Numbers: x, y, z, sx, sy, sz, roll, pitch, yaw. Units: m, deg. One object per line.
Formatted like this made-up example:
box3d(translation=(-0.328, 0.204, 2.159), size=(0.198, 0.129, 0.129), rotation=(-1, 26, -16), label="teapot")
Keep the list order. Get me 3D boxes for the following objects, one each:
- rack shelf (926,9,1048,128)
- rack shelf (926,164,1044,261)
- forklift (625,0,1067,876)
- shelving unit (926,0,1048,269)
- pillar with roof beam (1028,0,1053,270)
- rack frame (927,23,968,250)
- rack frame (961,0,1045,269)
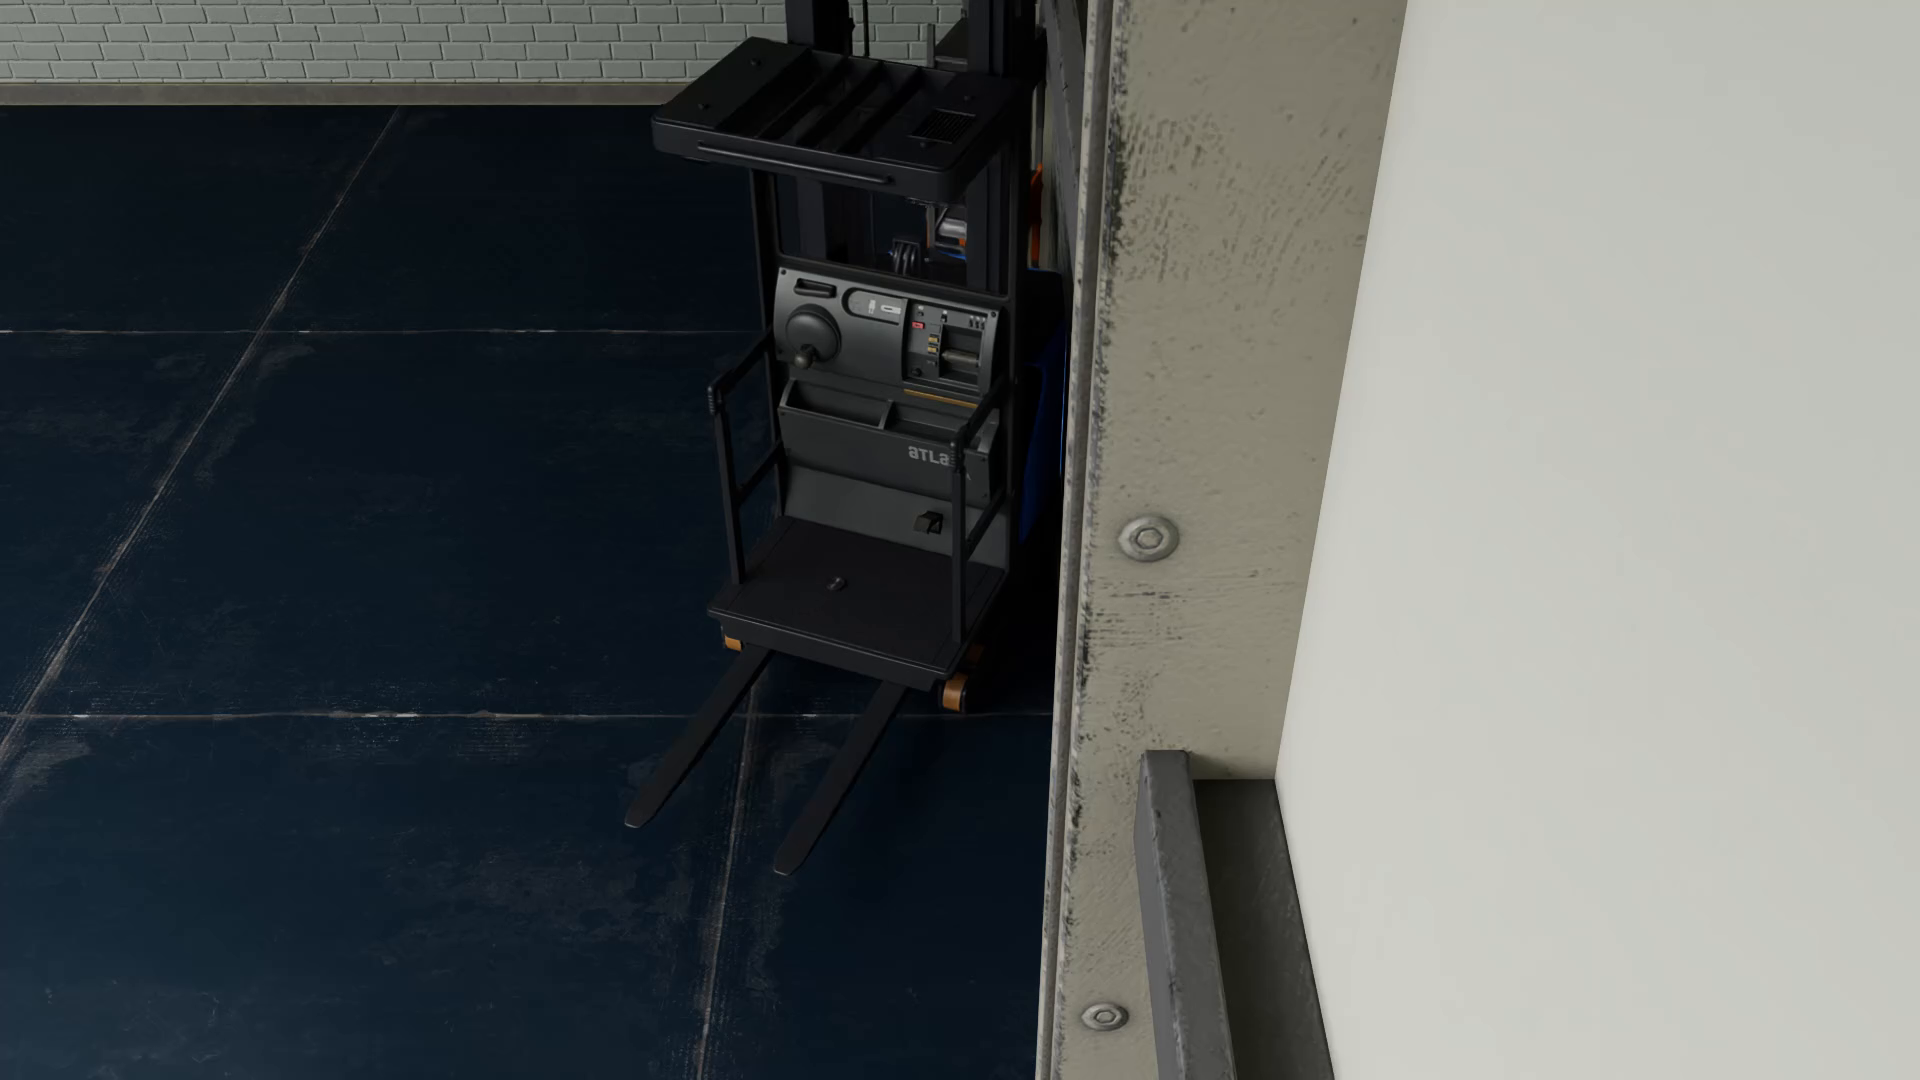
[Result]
box3d(translation=(0.124, -2.038, 7.513), size=(0.431, 0.518, 0.480), rotation=(12, 40, 14), label="rack shelf")
box3d(translation=(0.122, -1.489, 7.947), size=(0.431, 0.518, 0.480), rotation=(12, 40, 14), label="rack shelf")
box3d(translation=(-0.369, -0.734, 6.323), size=(1.130, 2.935, 3.031), rotation=(14, 41, 16), label="forklift")
box3d(translation=(0.122, -1.500, 7.938), size=(0.431, 2.100, 0.503), rotation=(12, 40, 14), label="shelving unit")
box3d(translation=(-3.994, -4.662, 6.372), size=(9.100, 9.000, 0.400), rotation=(0, 39, 0), label="pillar with roof beam")
box3d(translation=(0.044, -1.357, 7.757), size=(0.400, 2.100, 0.015), rotation=(12, 40, 14), label="rack frame")
box3d(translation=(0.200, -1.643, 8.120), size=(0.400, 2.100, 0.015), rotation=(12, 40, 14), label="rack frame")
